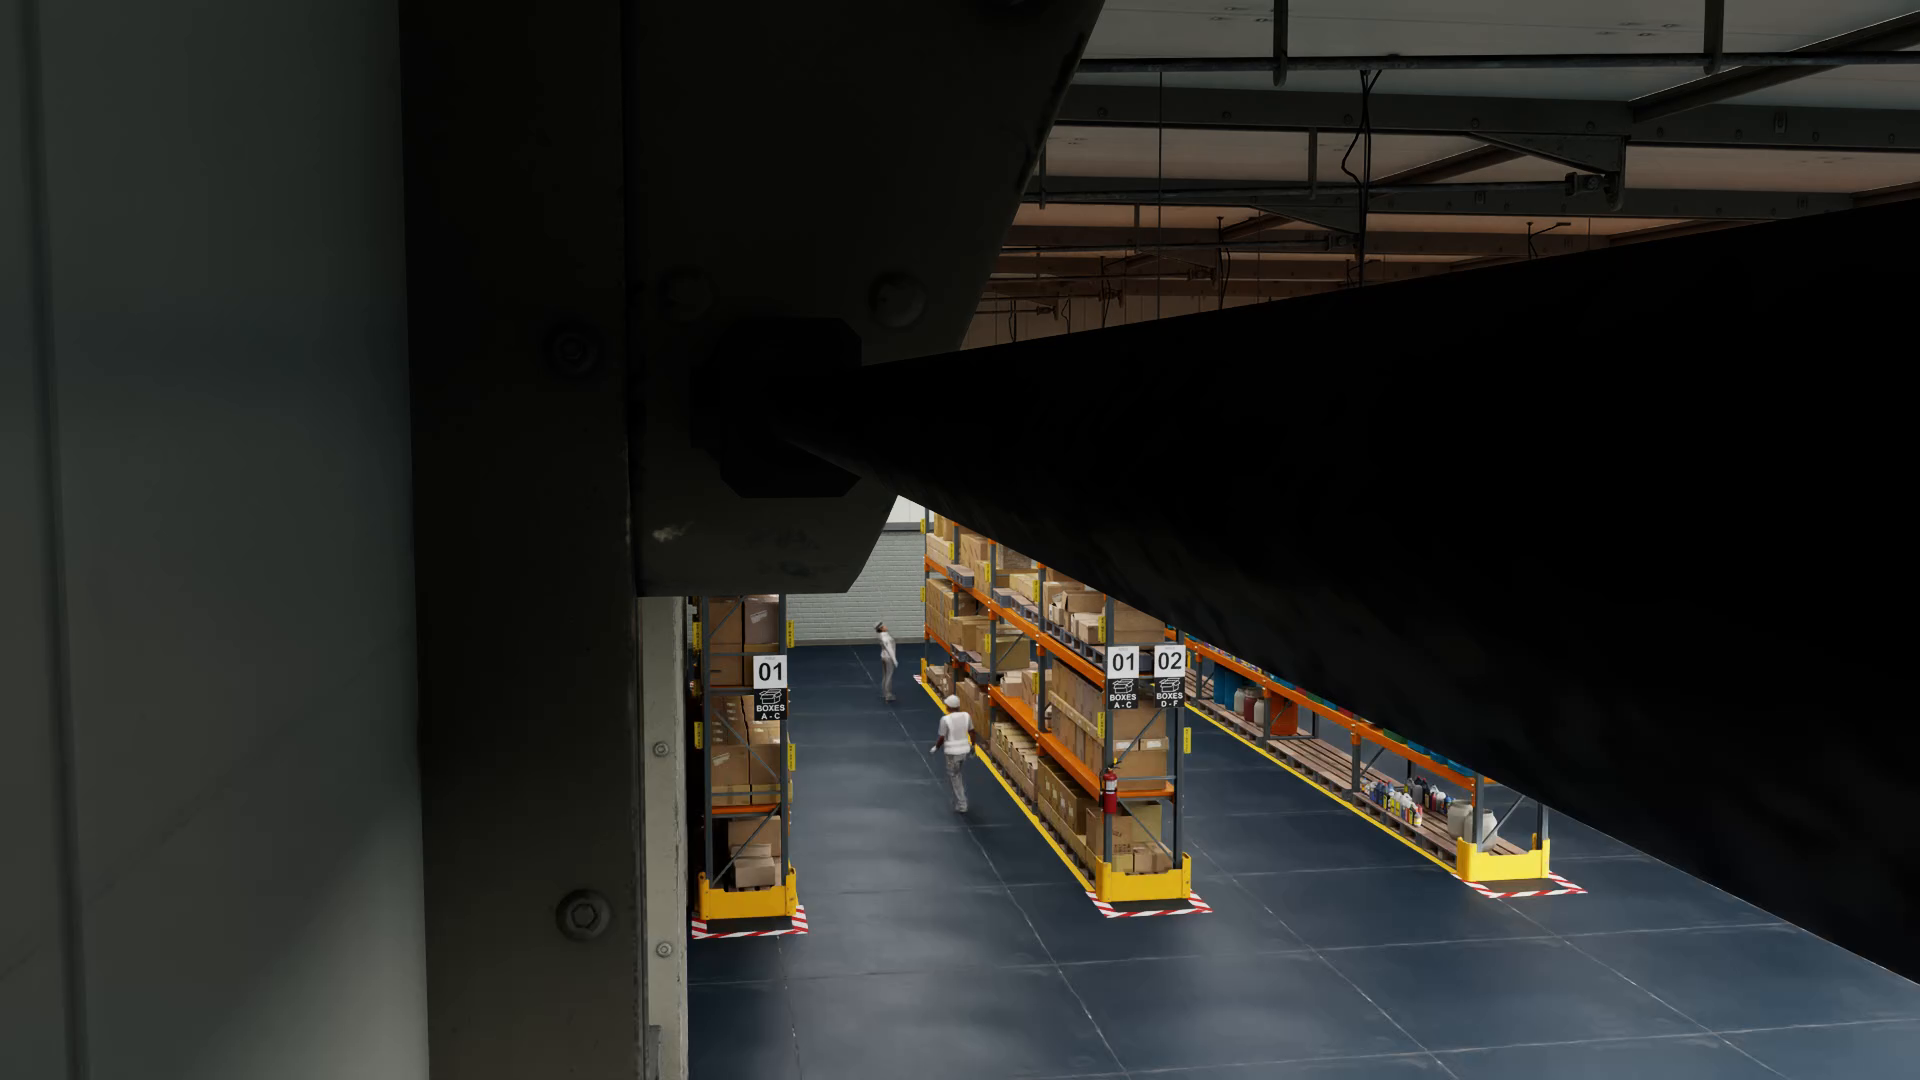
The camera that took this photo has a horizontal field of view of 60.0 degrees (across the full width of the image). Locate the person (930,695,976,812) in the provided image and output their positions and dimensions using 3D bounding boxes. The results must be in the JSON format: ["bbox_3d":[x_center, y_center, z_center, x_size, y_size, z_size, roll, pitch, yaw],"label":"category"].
[{"bbox_3d":[-0.109,3.261,25.330,0.609,1.824,0.649,5,7,43],"label":"person"}]

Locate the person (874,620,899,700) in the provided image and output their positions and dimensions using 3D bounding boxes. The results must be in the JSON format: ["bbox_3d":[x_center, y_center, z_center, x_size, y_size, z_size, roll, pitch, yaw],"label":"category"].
[{"bbox_3d":[-1.503,2.475,34.411,0.551,1.669,0.565,-2,5,-23],"label":"person"}]
